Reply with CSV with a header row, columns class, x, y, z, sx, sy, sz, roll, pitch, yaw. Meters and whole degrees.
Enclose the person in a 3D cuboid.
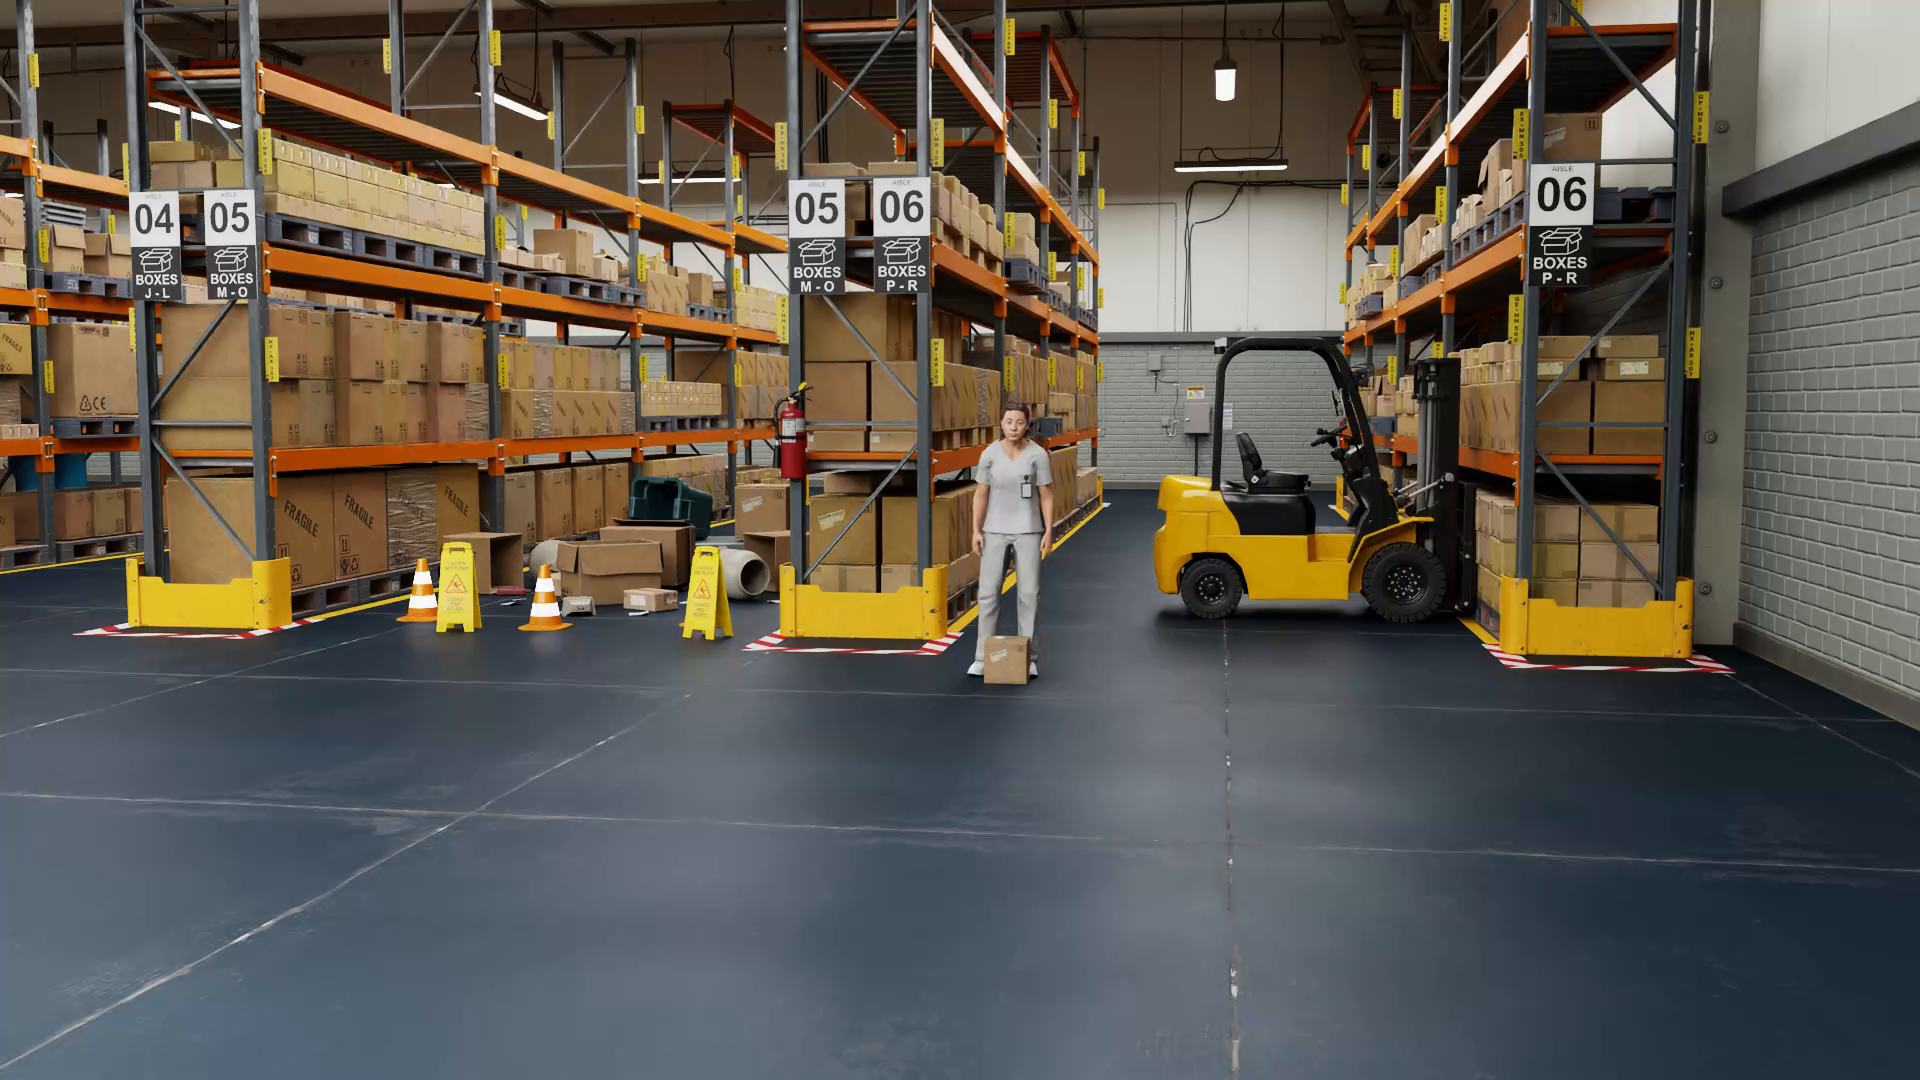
class,x,y,z,sx,sy,sz,roll,pitch,yaw
person,0.314,-0.017,10.078,0.508,1.673,0.352,1,5,7
